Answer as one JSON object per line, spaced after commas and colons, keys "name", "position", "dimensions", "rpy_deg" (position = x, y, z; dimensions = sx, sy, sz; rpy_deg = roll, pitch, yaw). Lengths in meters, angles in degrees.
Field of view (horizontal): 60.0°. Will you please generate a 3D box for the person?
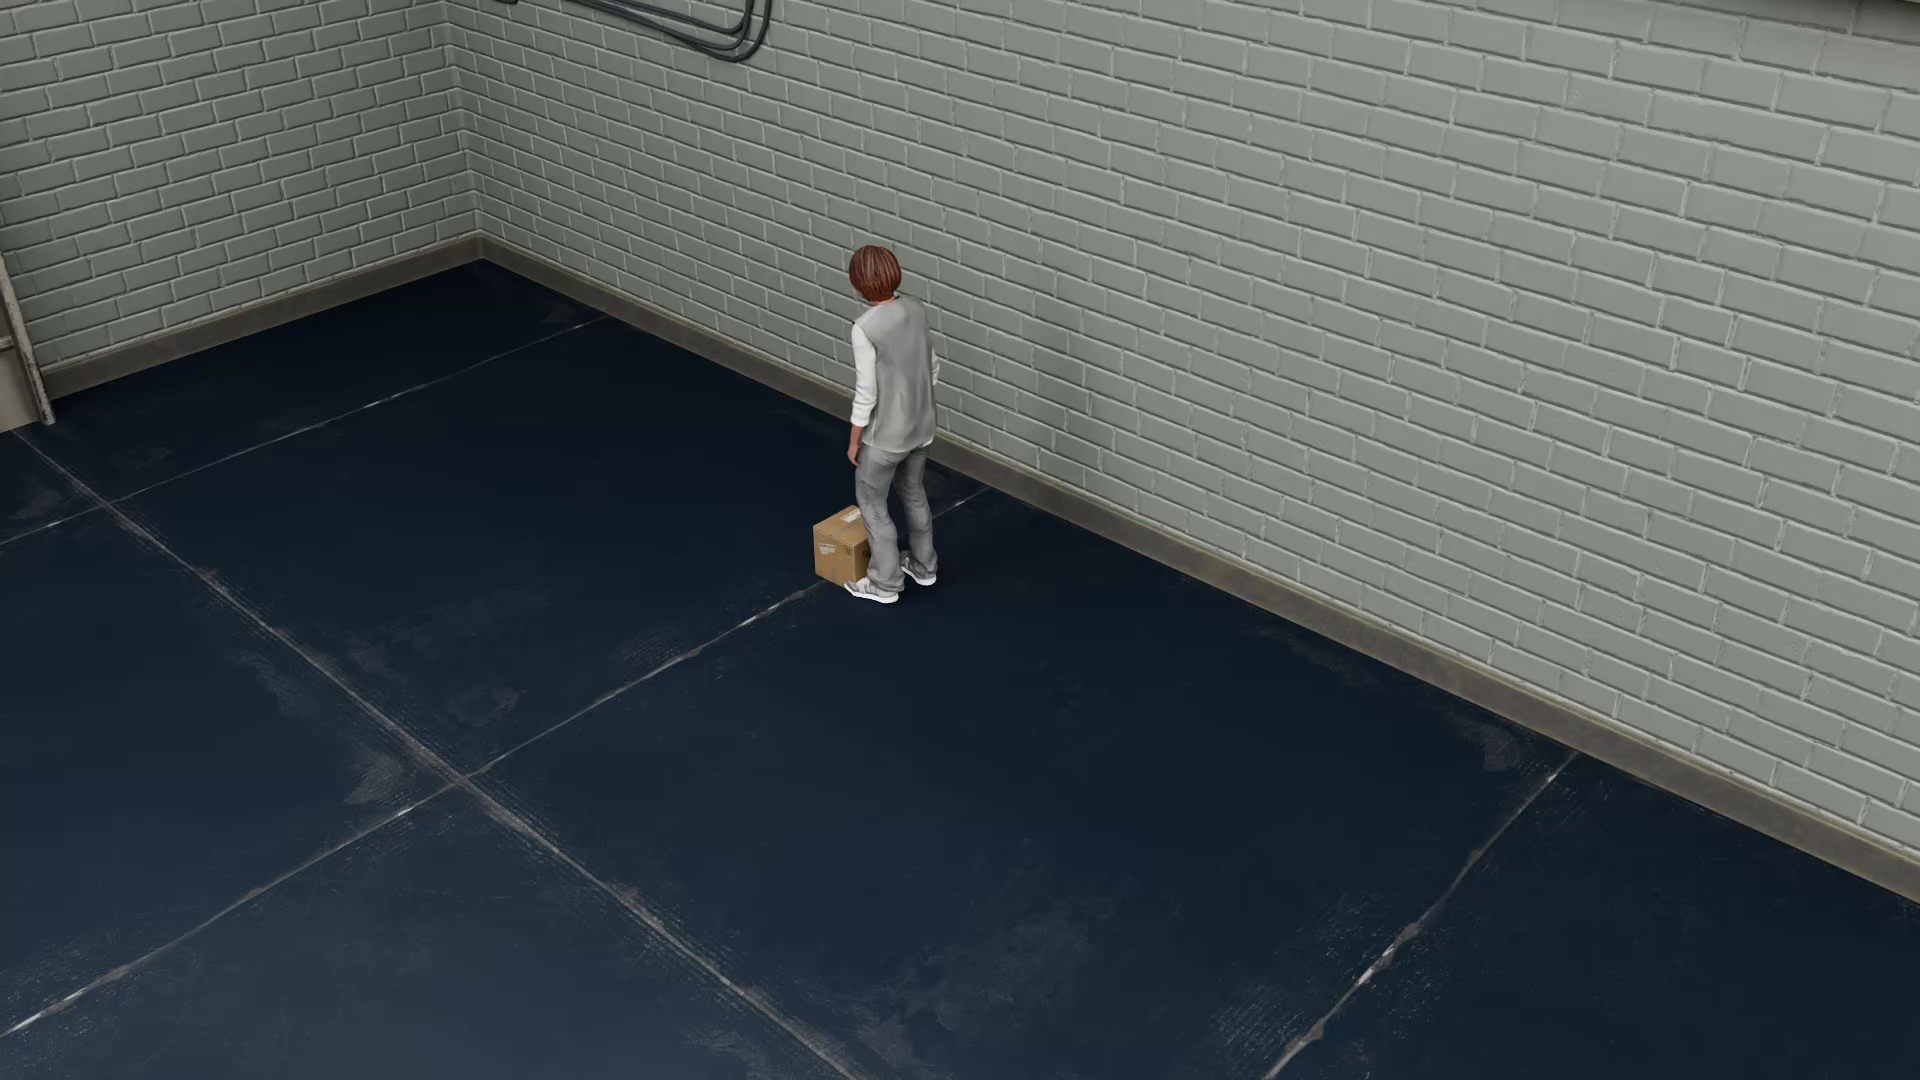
{"name": "person", "position": [-0.288, -0.455, 6.880], "dimensions": [0.369, 1.593, 0.459], "rpy_deg": [26, 40, 35]}
